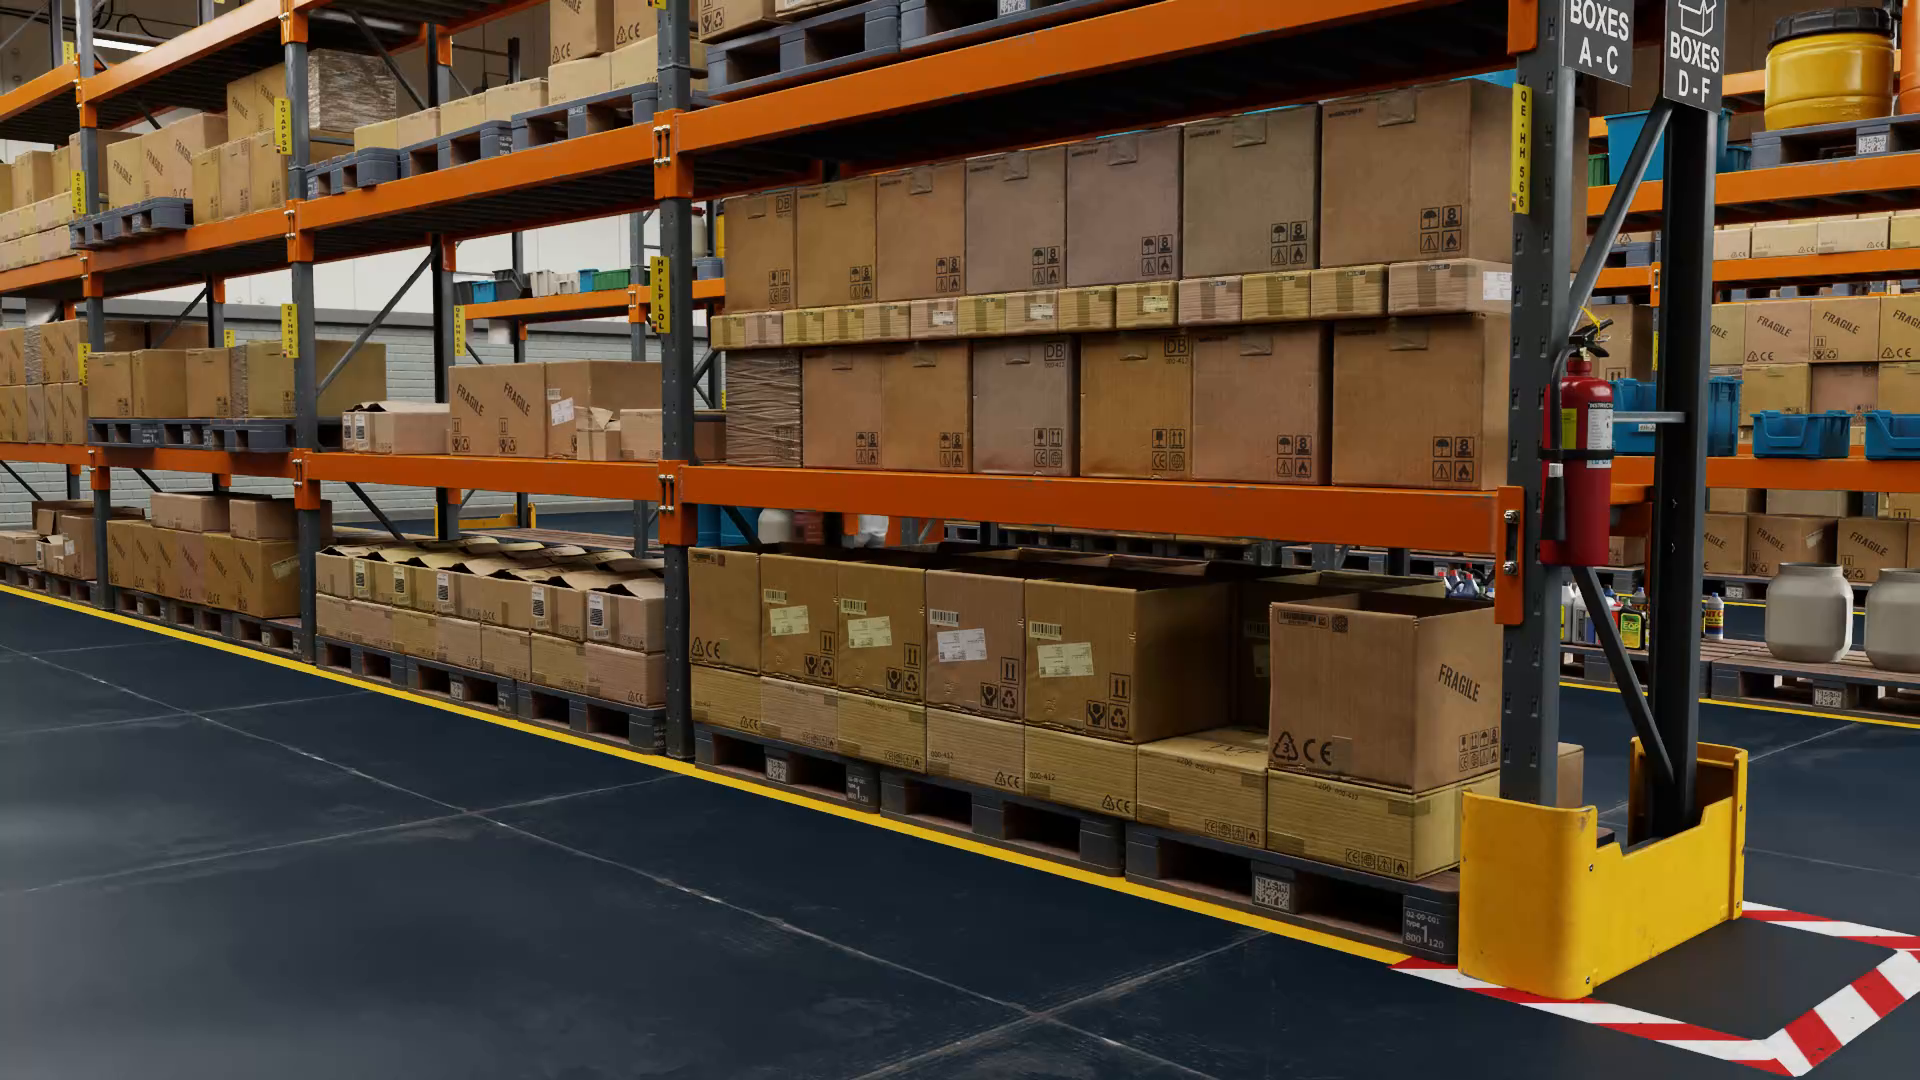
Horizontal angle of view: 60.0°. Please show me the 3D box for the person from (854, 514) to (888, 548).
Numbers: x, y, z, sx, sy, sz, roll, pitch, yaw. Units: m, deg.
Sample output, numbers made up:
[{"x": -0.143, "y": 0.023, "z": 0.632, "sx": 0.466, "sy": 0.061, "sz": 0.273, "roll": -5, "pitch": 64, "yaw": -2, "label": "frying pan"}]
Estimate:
[{"x": -0.641, "y": -0.061, "z": 10.588, "sx": 0.341, "sy": 1.598, "sz": 0.452, "roll": 4, "pitch": 6, "yaw": 44, "label": "person"}]
